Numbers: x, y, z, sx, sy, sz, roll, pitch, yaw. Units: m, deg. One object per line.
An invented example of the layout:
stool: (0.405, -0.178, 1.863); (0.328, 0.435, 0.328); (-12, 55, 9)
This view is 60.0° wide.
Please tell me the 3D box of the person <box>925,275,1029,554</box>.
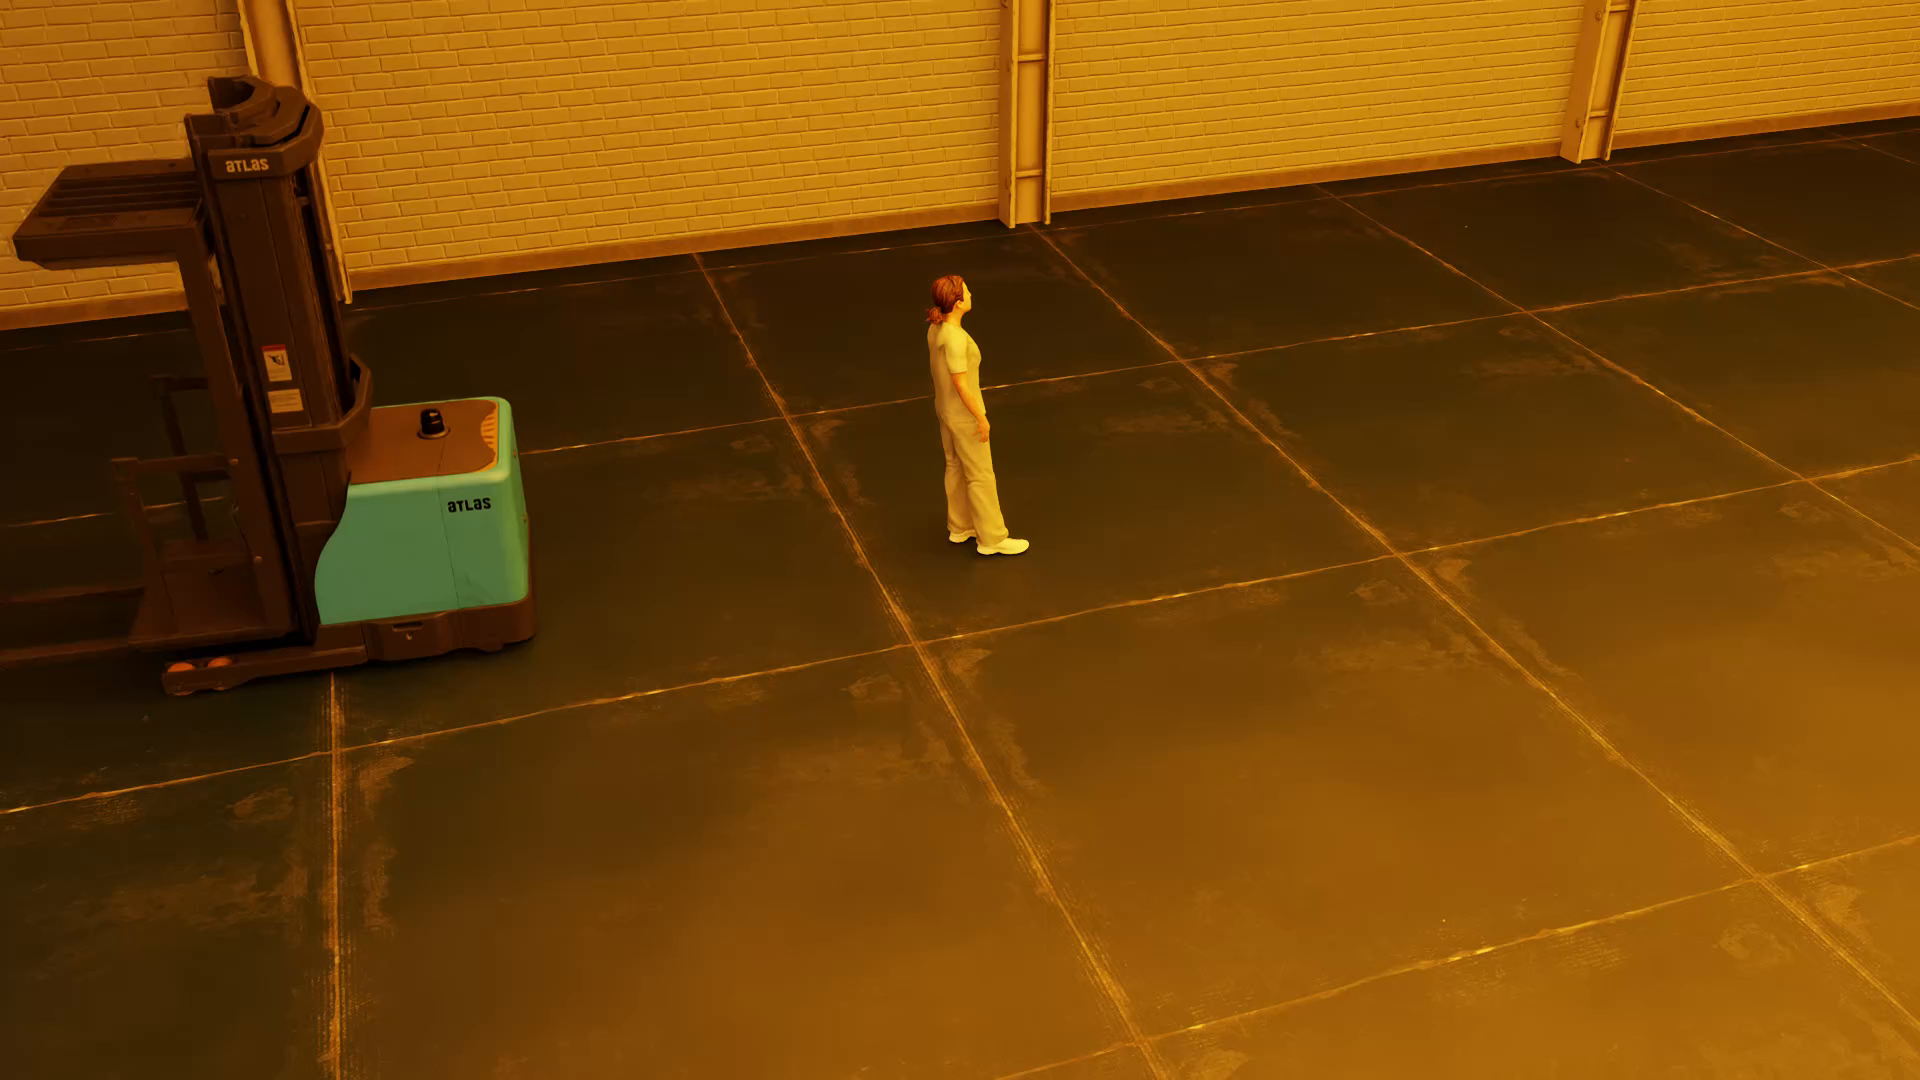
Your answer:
person: (0.075, -0.734, 9.616); (0.548, 1.663, 0.549); (-10, 31, -16)

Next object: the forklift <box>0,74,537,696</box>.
forklift: (-3.872, -0.754, 8.398); (3.031, 2.935, 1.130); (-7, 31, -11)
